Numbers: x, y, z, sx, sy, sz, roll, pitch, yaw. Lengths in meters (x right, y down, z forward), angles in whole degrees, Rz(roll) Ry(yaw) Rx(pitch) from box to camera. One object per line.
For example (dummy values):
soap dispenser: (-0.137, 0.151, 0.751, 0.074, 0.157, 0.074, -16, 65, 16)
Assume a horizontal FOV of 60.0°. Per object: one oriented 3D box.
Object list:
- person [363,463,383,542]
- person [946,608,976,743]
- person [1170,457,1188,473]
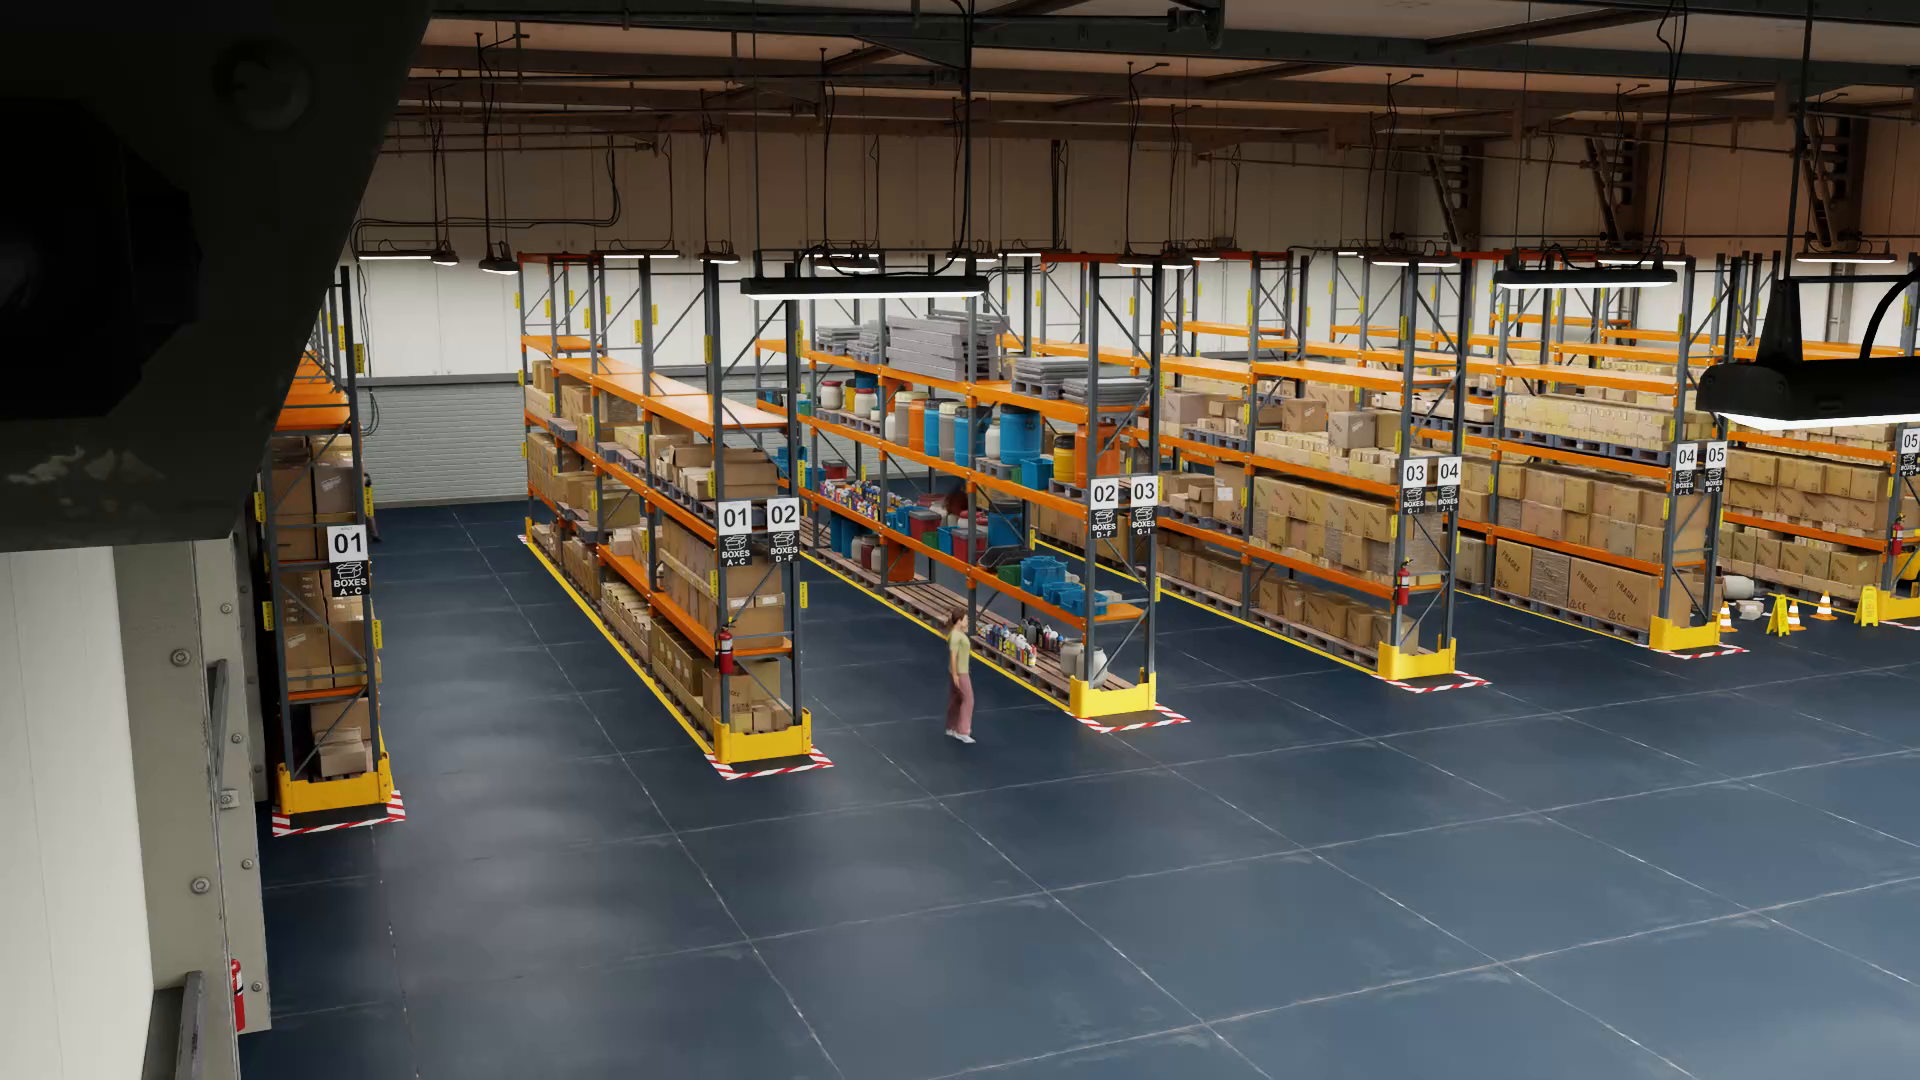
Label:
person: (-12.438, -0.794, 34.601, 0.539, 1.659, 1.053, -9, 14, -41)
person: (0.009, 1.715, 21.158, 0.402, 1.712, 0.534, 0, 10, -2)
person: (5.693, -2.356, 43.272, 0.492, 1.638, 0.727, 7, 13, 35)
